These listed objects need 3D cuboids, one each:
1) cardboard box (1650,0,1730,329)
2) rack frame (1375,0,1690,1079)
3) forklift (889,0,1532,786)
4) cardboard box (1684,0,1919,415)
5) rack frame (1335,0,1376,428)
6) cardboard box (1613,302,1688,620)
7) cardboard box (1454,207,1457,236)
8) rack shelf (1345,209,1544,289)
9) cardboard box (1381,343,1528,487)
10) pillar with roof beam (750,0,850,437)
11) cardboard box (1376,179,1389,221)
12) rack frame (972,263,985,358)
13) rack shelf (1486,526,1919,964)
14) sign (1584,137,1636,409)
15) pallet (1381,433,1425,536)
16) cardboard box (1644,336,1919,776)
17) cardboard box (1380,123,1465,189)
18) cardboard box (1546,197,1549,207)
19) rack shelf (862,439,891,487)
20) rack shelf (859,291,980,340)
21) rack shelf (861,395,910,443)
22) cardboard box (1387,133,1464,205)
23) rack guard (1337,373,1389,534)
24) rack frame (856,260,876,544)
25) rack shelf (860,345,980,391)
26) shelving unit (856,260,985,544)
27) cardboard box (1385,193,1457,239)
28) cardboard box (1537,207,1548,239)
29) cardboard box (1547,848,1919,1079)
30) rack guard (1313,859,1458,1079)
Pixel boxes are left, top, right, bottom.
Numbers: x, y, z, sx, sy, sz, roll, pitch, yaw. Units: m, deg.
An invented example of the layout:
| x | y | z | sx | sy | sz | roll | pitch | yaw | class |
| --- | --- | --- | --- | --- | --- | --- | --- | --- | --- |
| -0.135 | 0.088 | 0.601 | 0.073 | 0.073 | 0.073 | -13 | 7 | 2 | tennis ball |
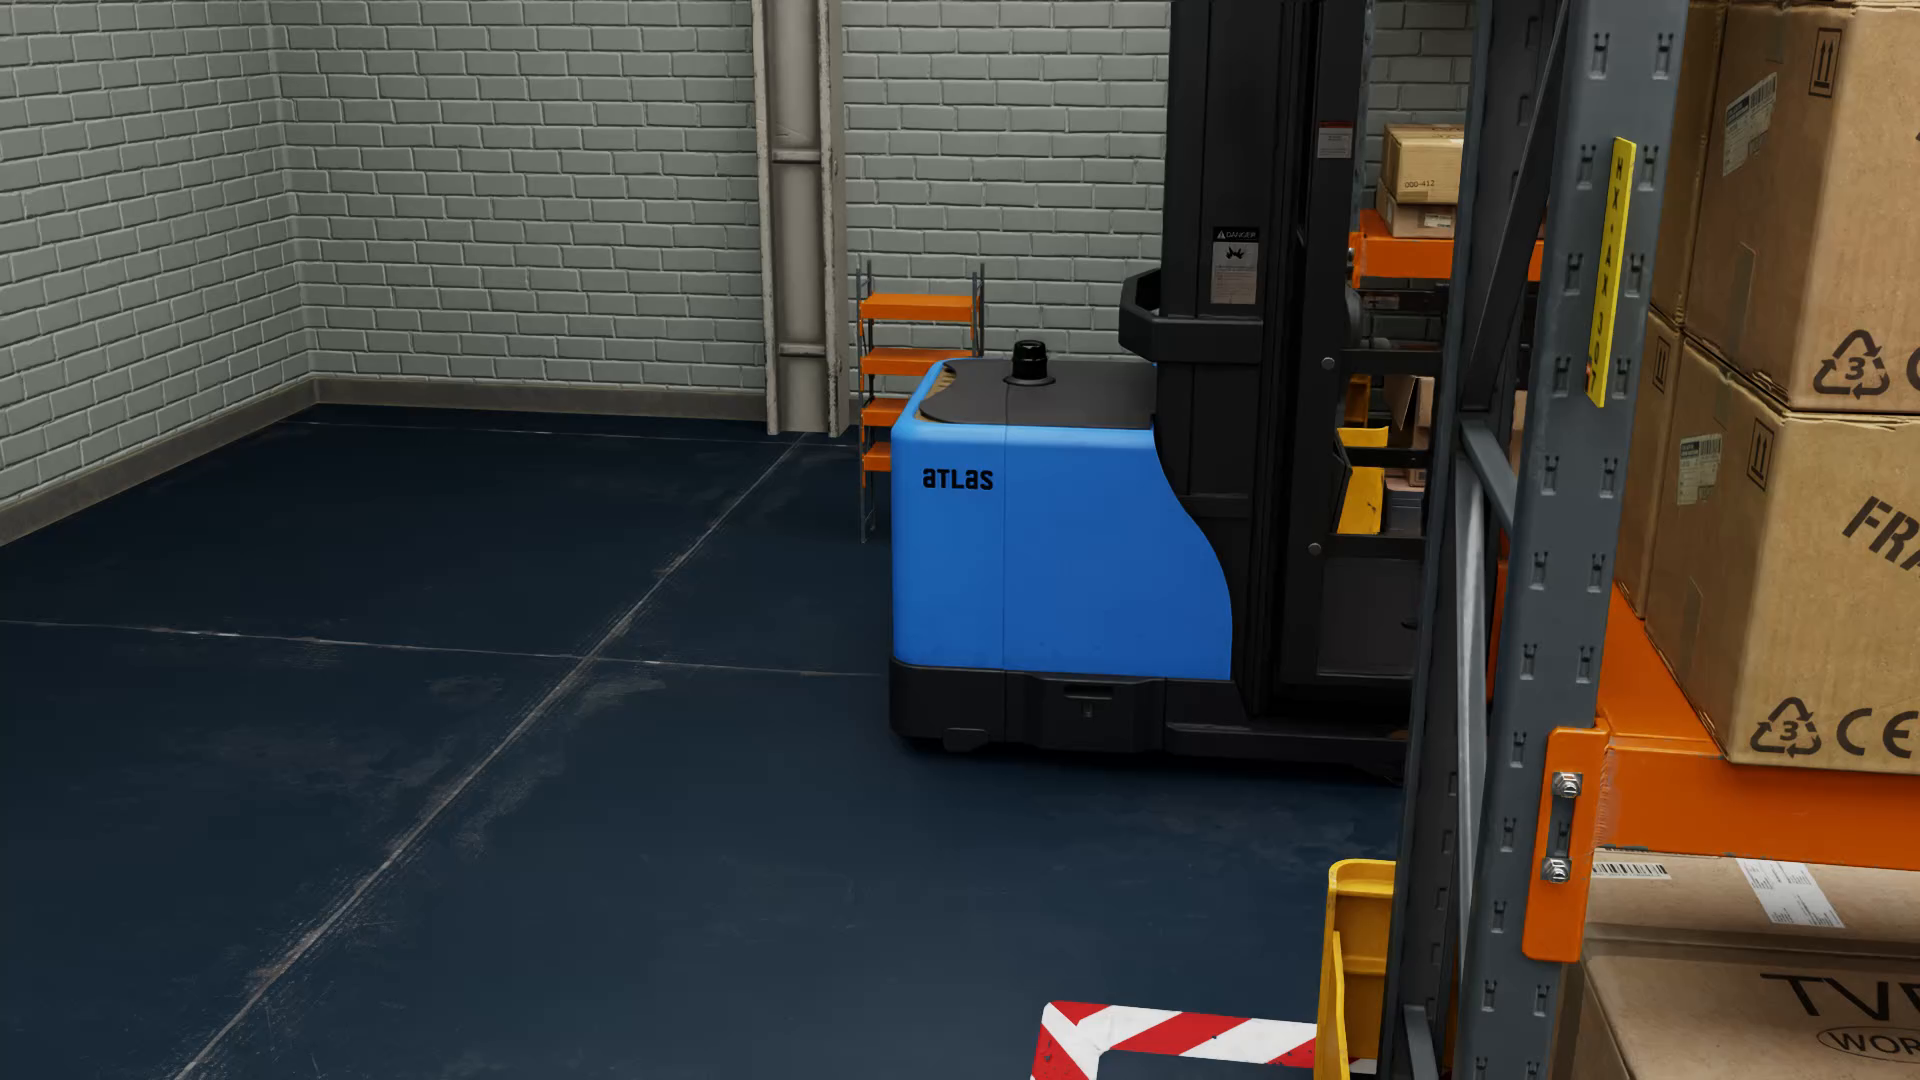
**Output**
| x | y | z | sx | sy | sz | roll | pitch | yaw | class |
| --- | --- | --- | --- | --- | --- | --- | --- | --- | --- |
| 1.422 | -0.632 | 2.731 | 0.500 | 0.500 | 0.500 | 4 | 19 | 10 | cardboard box |
| 0.908 | -0.060 | 2.755 | 0.127 | 3.000 | 1.000 | 3 | 19 | 9 | rack frame |
| 1.332 | -0.812 | 5.110 | 3.031 | 2.935 | 1.130 | 2 | 19 | 7 | forklift |
| 1.337 | -0.468 | 2.242 | 0.500 | 0.500 | 0.500 | 3 | 19 | 7 | cardboard box |
| 1.692 | -1.615 | 7.404 | 0.127 | 3.000 | 1.000 | 3 | 19 | 9 | rack frame |
| 1.427 | -0.166 | 2.915 | 0.500 | 0.500 | 0.500 | 3 | 19 | 9 | cardboard box |
| 2.232 | -1.395 | 7.142 | 0.250 | 0.149 | 0.380 | 3 | 19 | 10 | cardboard box |
| 3.667 | -1.174 | 7.217 | 4.000 | 0.370 | 1.077 | 3 | 19 | 9 | rack shelf |
| 2.281 | -0.570 | 7.552 | 0.637 | 0.503 | 0.797 | 2 | 19 | 6 | cardboard box |
| -1.510 | -3.530 | 3.670 | 0.400 | 9.000 | 9.100 | 3 | 19 | 9 | pillar with roof beam |
| 2.062 | -1.564 | 7.645 | 0.250 | 0.149 | 0.380 | 3 | 19 | 8 | cardboard box |
| 0.077 | -0.565 | 7.101 | 0.015 | 1.200 | 0.240 | 3 | 19 | 9 | rack frame |
| 2.883 | 0.382 | 2.569 | 4.000 | 0.370 | 1.077 | 3 | 19 | 9 | rack shelf |
| 0.814 | -0.335 | 2.087 | 0.005 | 0.325 | 0.100 | 3 | 19 | 9 | sign |
| 2.554 | -0.249 | 7.716 | 1.213 | 0.211 | 1.003 | 3 | 19 | 9 | pallet |
| 1.337 | 0.007 | 2.399 | 0.500 | 0.500 | 0.500 | 3 | 19 | 8 | cardboard box |
| 2.188 | -1.745 | 7.559 | 0.500 | 0.250 | 0.500 | 3 | 19 | 10 | cardboard box |
| 2.595 | -1.553 | 6.984 | 0.500 | 0.250 | 0.500 | 3 | 19 | 9 | cardboard box |
| -0.163 | -0.325 | 7.222 | 0.480 | 0.148 | 0.258 | 3 | 19 | 9 | rack shelf |
| -0.163 | -0.950 | 7.013 | 0.480 | 0.148 | 0.258 | 3 | 19 | 9 | rack shelf |
| -0.163 | -0.514 | 7.159 | 0.480 | 0.148 | 0.258 | 3 | 19 | 9 | rack shelf |
| 2.097 | -1.578 | 7.060 | 0.500 | 0.250 | 0.500 | 3 | 19 | 9 | cardboard box |
| 1.767 | -0.426 | 7.789 | 0.348 | 0.500 | 1.175 | 3 | 19 | 9 | rack guard |
| -0.404 | -0.590 | 7.174 | 0.015 | 1.200 | 0.240 | 3 | 19 | 9 | rack frame |
| -0.163 | -0.726 | 7.088 | 0.480 | 0.148 | 0.258 | 3 | 19 | 9 | rack shelf |
| -0.163 | -0.577 | 7.138 | 0.503 | 1.200 | 0.258 | 3 | 19 | 9 | shelving unit |
| 1.973 | -1.394 | 7.137 | 0.250 | 0.149 | 0.380 | 3 | 19 | 8 | cardboard box |
| 2.496 | -1.393 | 7.135 | 0.250 | 0.149 | 0.380 | 3 | 19 | 8 | cardboard box |
| 1.576 | 0.958 | 3.090 | 0.875 | 0.438 | 0.875 | 2 | 19 | 7 | cardboard box |
| 0.885 | 1.124 | 3.156 | 0.348 | 0.500 | 1.175 | 3 | 19 | 9 | rack guard |
